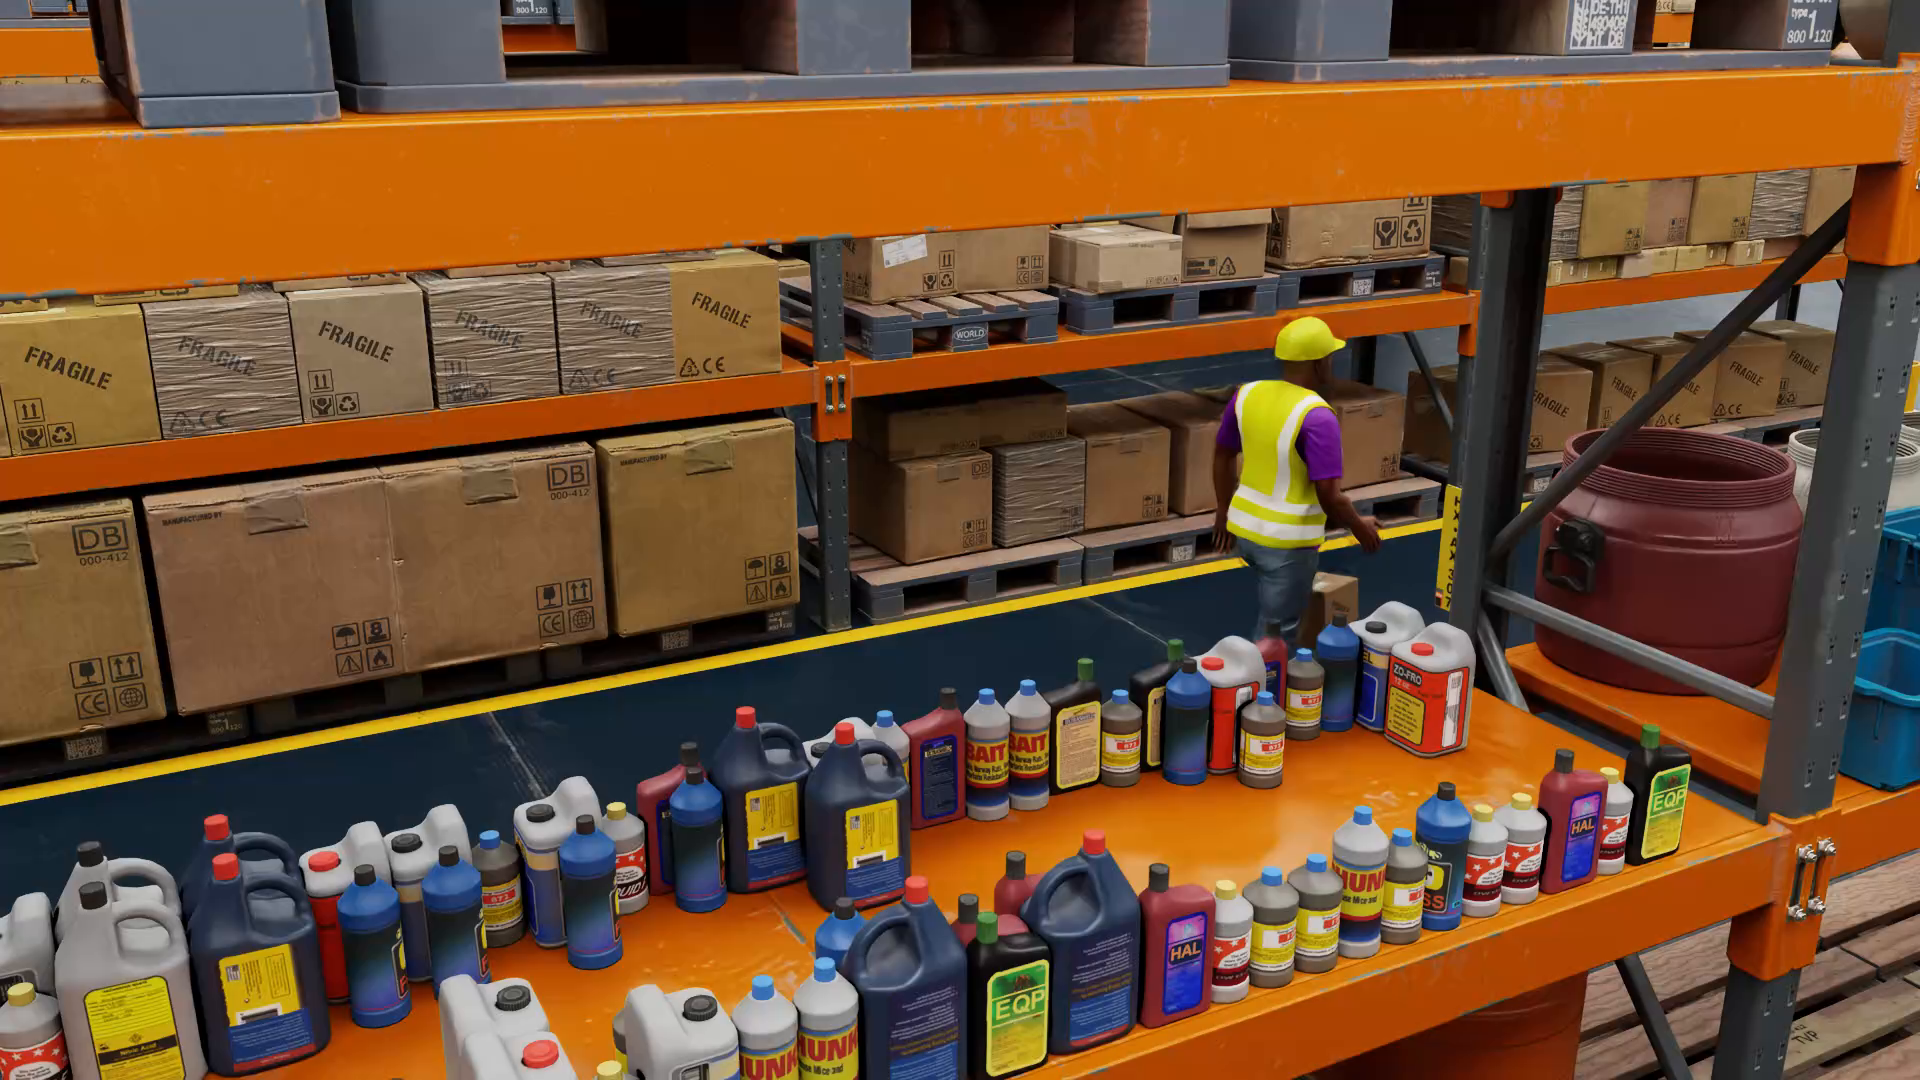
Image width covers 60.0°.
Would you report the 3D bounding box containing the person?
[{"bbox_3d":[1.288,-0.018,6.608,0.590,1.745,0.680,-8,20,-24],"label":"person"}]
